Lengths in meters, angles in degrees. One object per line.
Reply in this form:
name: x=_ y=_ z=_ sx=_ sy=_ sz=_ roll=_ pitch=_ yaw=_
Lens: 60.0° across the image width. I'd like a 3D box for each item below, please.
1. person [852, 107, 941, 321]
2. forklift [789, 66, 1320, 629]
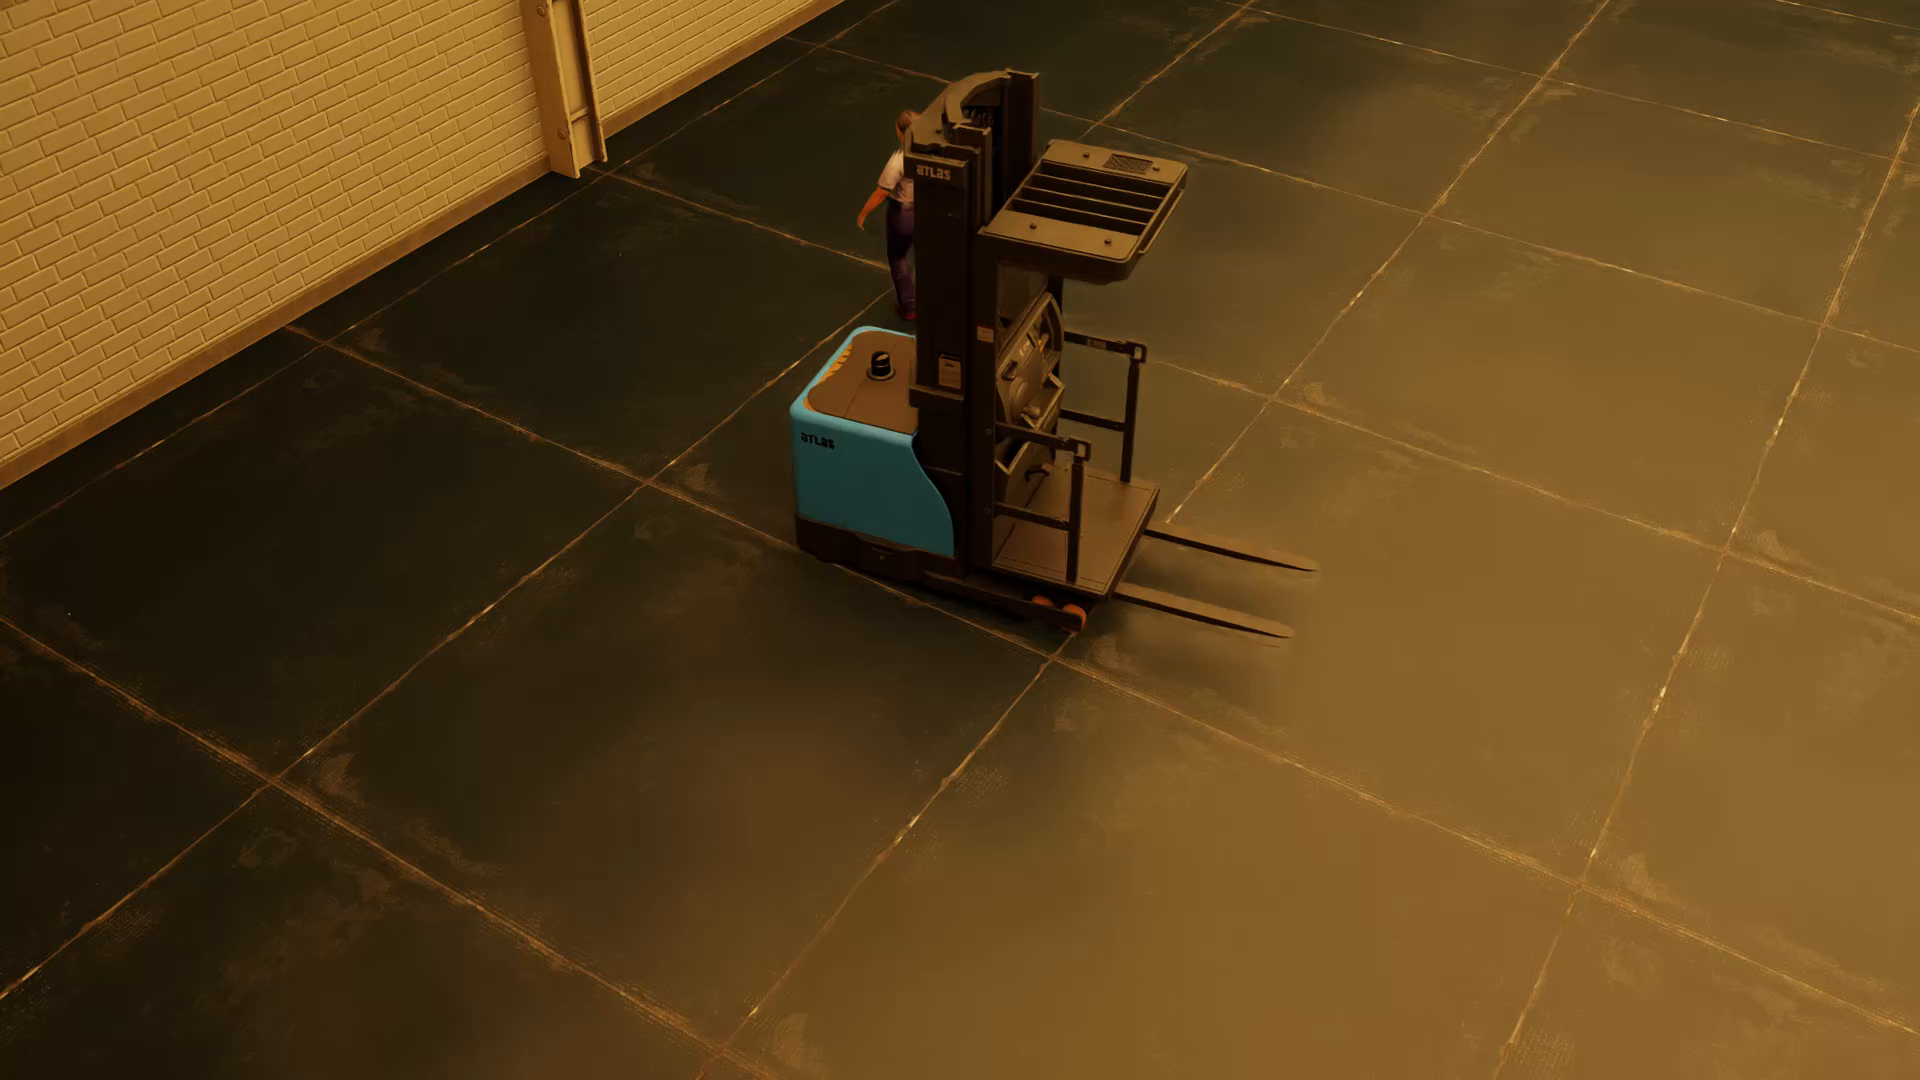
person: x=-0.379 y=-2.294 z=11.712 sx=0.752 sy=1.647 sz=0.461 roll=-14 pitch=42 yaw=-15
forklift: x=0.582 y=-0.992 z=9.137 sx=3.031 sy=2.935 sz=1.130 roll=13 pitch=42 yaw=15
